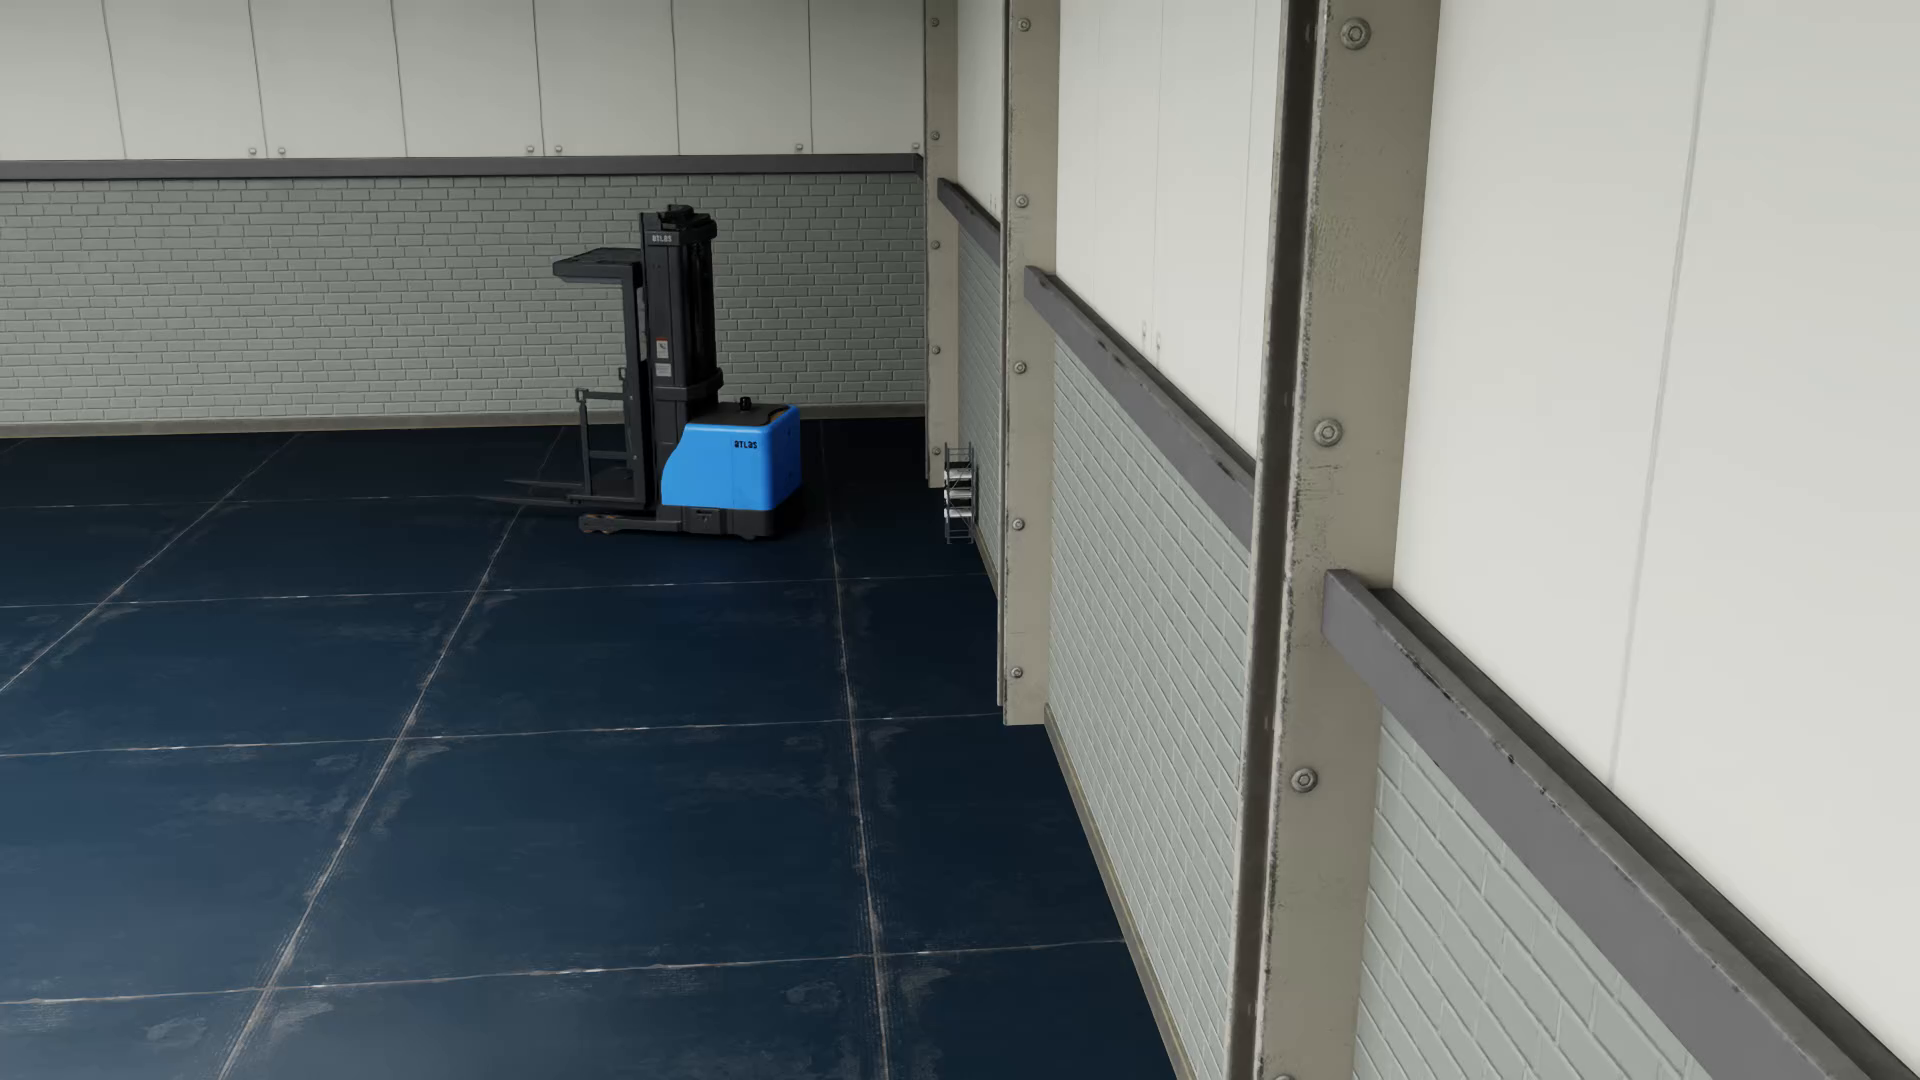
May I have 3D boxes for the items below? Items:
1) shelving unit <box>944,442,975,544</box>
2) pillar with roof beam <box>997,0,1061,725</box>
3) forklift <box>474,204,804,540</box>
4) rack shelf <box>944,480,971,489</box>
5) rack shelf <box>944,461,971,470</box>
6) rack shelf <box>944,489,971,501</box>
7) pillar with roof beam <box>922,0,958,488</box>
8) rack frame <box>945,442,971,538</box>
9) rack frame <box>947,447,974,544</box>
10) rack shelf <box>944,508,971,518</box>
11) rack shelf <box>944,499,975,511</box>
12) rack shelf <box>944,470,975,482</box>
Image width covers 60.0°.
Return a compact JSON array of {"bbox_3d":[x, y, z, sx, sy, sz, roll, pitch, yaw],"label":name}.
[{"bbox_3d":[-0.007,-0.426,15.105,0.258,0.900,0.210,-2,18,-6],"label":"shelving unit"},{"bbox_3d":[-3.849,-2.970,9.685,9.100,9.000,0.400,-2,18,-6],"label":"pillar with roof beam"},{"bbox_3d":[-3.072,-1.603,15.464,3.031,2.935,1.130,4,18,11],"label":"forklift"},{"bbox_3d":[-0.007,-0.480,15.088,0.258,0.077,0.200,-2,18,-6],"label":"rack shelf"},{"bbox_3d":[-0.007,-0.652,15.034,0.258,0.077,0.200,-2,18,-6],"label":"rack shelf"},{"bbox_3d":[-0.007,-0.394,15.115,0.258,0.077,0.200,-2,18,-6],"label":"rack shelf"},{"bbox_3d":[-4.468,-4.757,15.379,9.100,9.000,0.400,-2,18,-6],"label":"pillar with roof beam"},{"bbox_3d":[-0.019,-0.456,15.201,0.240,0.900,0.006,-2,18,-6],"label":"rack frame"},{"bbox_3d":[0.004,-0.396,15.009,0.240,0.900,0.006,-2,18,-6],"label":"rack frame"},{"bbox_3d":[-0.007,-0.223,15.169,0.258,0.077,0.200,-2,18,-6],"label":"rack shelf"},{"bbox_3d":[-0.007,-0.308,15.142,0.258,0.077,0.200,-2,18,-6],"label":"rack shelf"},{"bbox_3d":[-0.007,-0.566,15.061,0.258,0.077,0.200,-2,18,-6],"label":"rack shelf"}]
